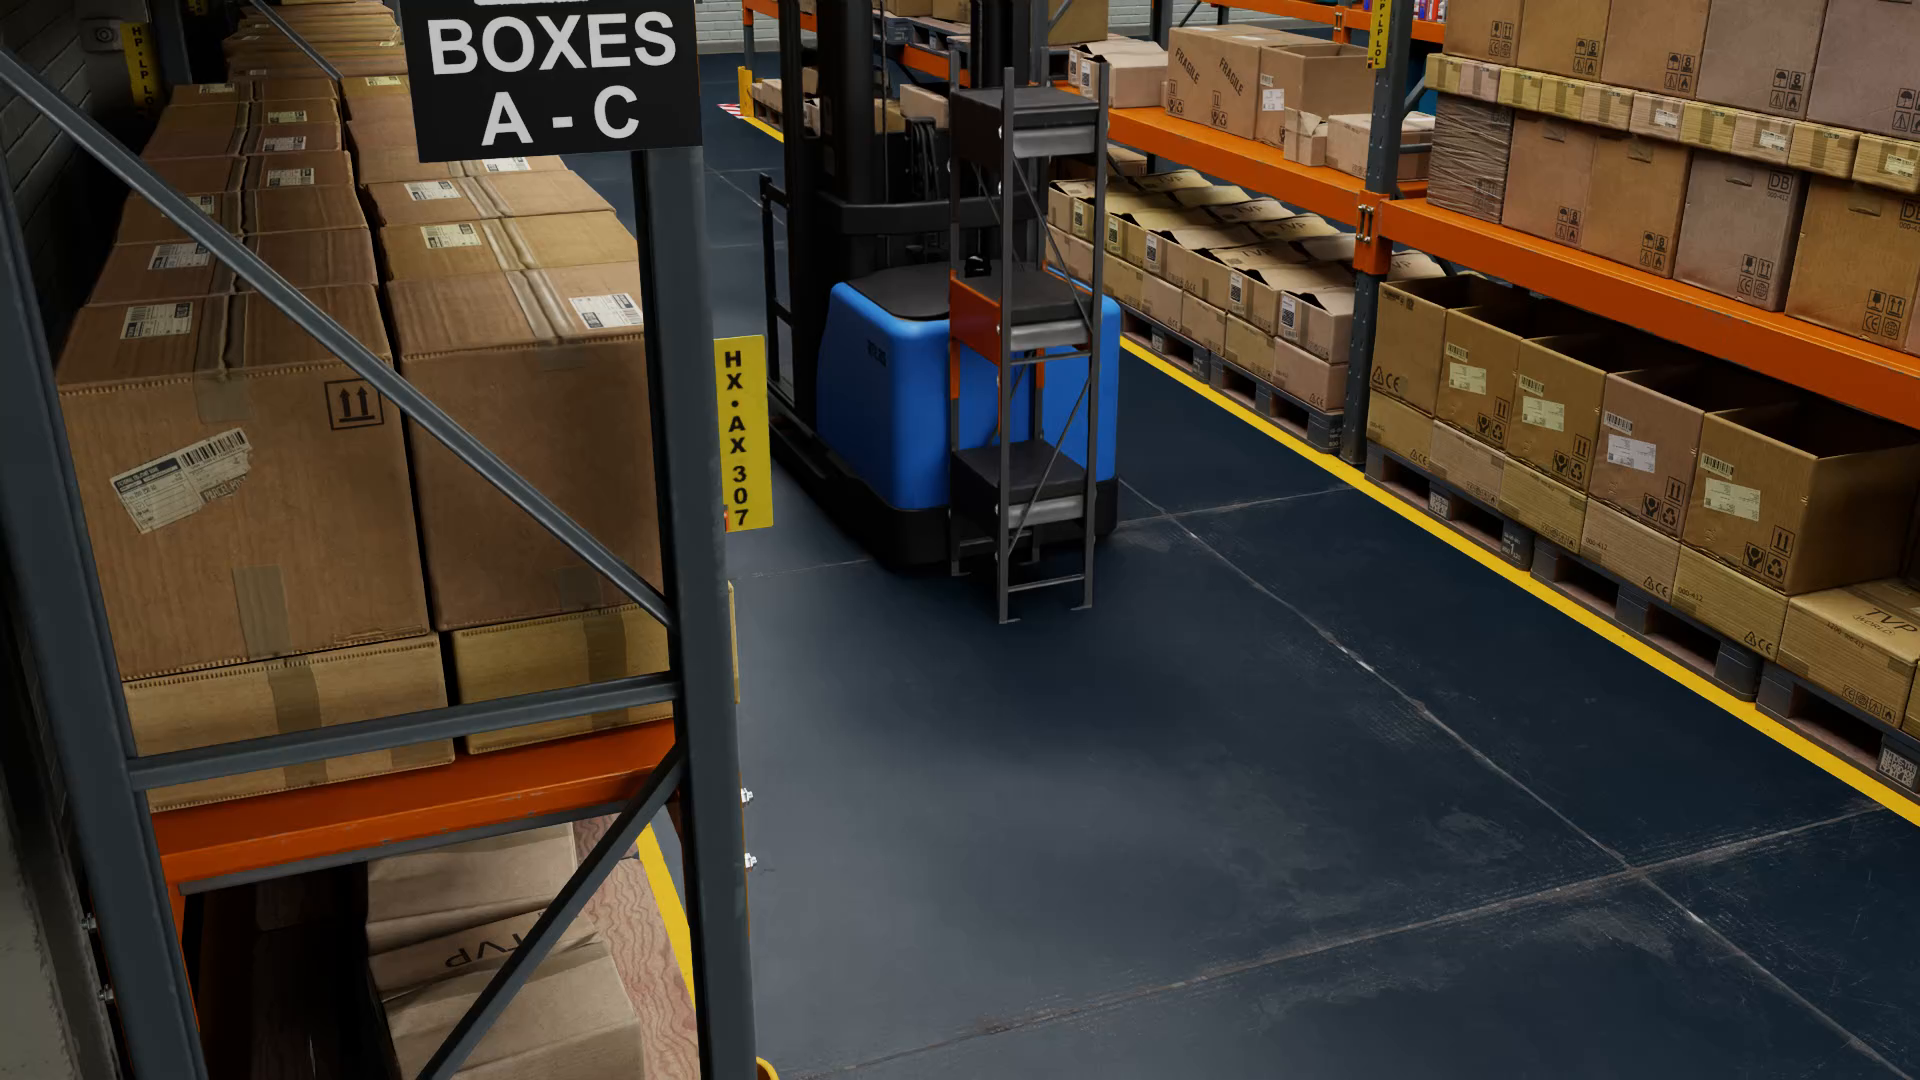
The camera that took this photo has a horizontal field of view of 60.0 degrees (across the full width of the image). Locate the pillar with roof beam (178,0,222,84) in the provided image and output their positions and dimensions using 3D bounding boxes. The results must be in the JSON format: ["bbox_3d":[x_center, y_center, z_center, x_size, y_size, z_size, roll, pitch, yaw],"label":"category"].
[{"bbox_3d":[-2.132,-7.545,13.564,9.100,9.000,0.400,-8,24,-19],"label":"pillar with roof beam"}]

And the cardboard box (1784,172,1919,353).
[{"bbox_3d":[3.257,-0.963,5.545,0.700,0.500,0.500,-8,24,-19],"label":"cardboard box"}]

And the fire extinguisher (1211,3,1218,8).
[{"bbox_3d":[3.124,-6.776,20.045,0.296,0.674,0.183,-8,24,-19],"label":"fire extinguisher"}]

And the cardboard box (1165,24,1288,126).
[{"bbox_3d":[1.551,-2.720,9.713,0.500,0.500,0.500,-10,25,-22],"label":"cardboard box"}]

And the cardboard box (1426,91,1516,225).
[{"bbox_3d":[2.519,-1.714,7.325,0.700,0.500,0.500,-9,24,-20],"label":"cardboard box"}]

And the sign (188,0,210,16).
[{"bbox_3d":[-4.208,-3.057,9.149,0.100,0.325,0.005,-8,24,-19],"label":"sign"}]

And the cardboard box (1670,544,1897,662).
[{"bbox_3d":[2.938,0.183,5.953,0.500,0.250,0.500,-8,24,-19],"label":"cardboard box"}]

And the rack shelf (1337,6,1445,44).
[{"bbox_3d":[4.872,-4.355,14.646,1.077,0.370,4.000,-8,24,-19],"label":"rack shelf"}]

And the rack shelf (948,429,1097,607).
[{"bbox_3d":[0.241,-0.097,6.614,0.431,0.518,0.480,-9,25,-21],"label":"rack shelf"}]

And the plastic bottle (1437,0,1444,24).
[{"bbox_3d":[4.315,-4.719,14.839,0.097,0.201,0.097,0,23,0],"label":"plastic bottle"}]

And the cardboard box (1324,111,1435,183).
[{"bbox_3d":[2.142,-1.932,8.164,0.500,0.250,0.500,-7,24,-16],"label":"cardboard box"}]

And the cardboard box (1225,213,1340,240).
[{"bbox_3d":[1.899,-1.756,9.831,0.500,0.311,0.500,-8,24,-18],"label":"cardboard box"}]

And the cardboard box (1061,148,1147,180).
[{"bbox_3d":[1.050,-2.537,12.059,0.500,0.500,0.500,-7,24,-17],"label":"cardboard box"}]

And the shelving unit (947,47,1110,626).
[{"bbox_3d":[0.241,-0.754,6.337,0.431,2.100,0.503,-9,25,-21],"label":"shelving unit"}]

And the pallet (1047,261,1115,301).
[{"bbox_3d":[1.198,-1.692,10.992,1.003,0.211,1.213,-8,24,-19],"label":"pallet"}]

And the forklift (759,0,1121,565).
[{"bbox_3d":[-0.355,-1.790,7.723,1.130,2.935,3.031,-9,25,-21],"label":"forklift"}]

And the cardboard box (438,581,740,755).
[{"bbox_3d":[-0.739,0.145,3.210,0.500,0.250,0.500,-9,25,-21],"label":"cardboard box"}]

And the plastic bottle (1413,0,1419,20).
[{"bbox_3d":[4.186,-4.851,15.154,0.097,0.201,0.097,0,23,0],"label":"plastic bottle"}]

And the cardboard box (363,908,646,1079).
[{"bbox_3d":[-1.024,1.079,3.723,0.500,0.311,0.500,-11,25,-25],"label":"cardboard box"}]

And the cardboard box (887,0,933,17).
[{"bbox_3d":[-0.209,-4.530,13.467,0.700,0.500,0.500,-5,23,-11],"label":"cardboard box"}]

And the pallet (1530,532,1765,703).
[{"bbox_3d":[3.033,0.196,6.514,1.003,0.211,1.213,-8,24,-19],"label":"pallet"}]

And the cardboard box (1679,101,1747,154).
[{"bbox_3d":[2.821,-1.486,5.951,0.380,0.149,0.250,-9,24,-19],"label":"cardboard box"}]

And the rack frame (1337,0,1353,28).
[{"bbox_3d":[4.166,-5.413,16.231,1.000,3.000,0.127,-8,24,-19],"label":"rack frame"}]

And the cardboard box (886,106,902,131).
[{"bbox_3d":[-0.328,-3.384,14.069,0.500,0.500,0.500,-8,24,-18],"label":"cardboard box"}]

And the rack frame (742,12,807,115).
[{"bbox_3d":[-1.883,-6.188,18.070,1.000,3.000,0.127,-8,24,-19],"label":"rack frame"}]

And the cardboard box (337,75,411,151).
[{"bbox_3d":[-1.820,-1.303,5.682,0.500,0.500,0.500,-8,24,-19],"label":"cardboard box"}]

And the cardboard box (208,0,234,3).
[{"bbox_3d":[-4.092,-3.267,9.637,0.500,0.250,0.500,-8,24,-18],"label":"cardboard box"}]

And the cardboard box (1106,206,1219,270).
[{"bbox_3d":[1.225,-1.860,10.079,0.500,0.311,0.500,-9,24,-20],"label":"cardboard box"}]

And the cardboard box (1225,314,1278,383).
[{"bbox_3d":[1.762,-1.049,8.877,0.500,0.250,0.500,-9,24,-20],"label":"cardboard box"}]

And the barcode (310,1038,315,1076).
[{"bbox_3d":[-1.404,1.123,3.607,0.001,0.075,0.075,-8,24,-19],"label":"barcode"}]

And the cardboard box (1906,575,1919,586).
[{"bbox_3d":[3.608,0.292,5.694,0.500,0.250,0.500,-8,24,-19],"label":"cardboard box"}]

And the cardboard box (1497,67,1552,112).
[{"bbox_3d":[2.452,-1.864,6.846,0.380,0.149,0.250,-9,24,-20],"label":"cardboard box"}]

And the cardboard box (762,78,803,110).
[{"bbox_3d":[-1.779,-4.706,17.526,0.500,0.250,0.500,-8,24,-19],"label":"cardboard box"}]

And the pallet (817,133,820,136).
[{"bbox_3d":[-0.711,-3.699,15.756,1.003,0.211,1.213,-8,24,-19],"label":"pallet"}]

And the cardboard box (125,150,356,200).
[{"bbox_3d":[-1.762,-0.676,4.193,0.500,0.500,0.500,-8,24,-18],"label":"cardboard box"}]

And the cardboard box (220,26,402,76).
[{"bbox_3d":[-2.877,-2.024,7.496,0.700,0.500,0.500,-5,23,-12],"label":"cardboard box"}]

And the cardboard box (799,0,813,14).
[{"bbox_3d":[-1.253,-5.301,15.836,0.500,0.500,0.500,-8,24,-18],"label":"cardboard box"}]

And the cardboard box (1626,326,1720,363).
[{"bbox_3d":[3.071,-0.597,6.838,0.500,0.500,0.500,-8,24,-19],"label":"cardboard box"}]

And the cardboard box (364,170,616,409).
[{"bbox_3d":[-1.093,-0.563,3.927,0.500,0.500,0.500,-9,25,-21],"label":"cardboard box"}]

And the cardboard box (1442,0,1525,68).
[{"bbox_3d":[2.519,-2.311,7.073,0.700,0.500,0.500,-8,24,-19],"label":"cardboard box"}]

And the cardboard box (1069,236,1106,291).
[{"bbox_3d":[1.032,-1.795,10.646,0.500,0.250,0.500,-9,24,-20],"label":"cardboard box"}]

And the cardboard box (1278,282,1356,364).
[{"bbox_3d":[1.945,-1.121,8.324,0.500,0.311,0.500,-8,24,-19],"label":"cardboard box"}]

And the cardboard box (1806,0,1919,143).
[{"bbox_3d":[3.228,-1.582,5.343,0.700,0.500,0.500,-8,24,-19],"label":"cardboard box"}]

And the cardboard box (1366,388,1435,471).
[{"bbox_3d":[2.237,-0.544,7.679,0.500,0.250,0.500,-8,24,-19],"label":"cardboard box"}]

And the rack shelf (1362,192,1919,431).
[{"bbox_3d":[3.063,-0.770,6.140,1.077,0.370,4.000,-8,24,-19],"label":"rack shelf"}]

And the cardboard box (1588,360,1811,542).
[{"bbox_3d":[2.759,-0.344,6.238,0.500,0.500,0.500,-8,24,-19],"label":"cardboard box"}]
